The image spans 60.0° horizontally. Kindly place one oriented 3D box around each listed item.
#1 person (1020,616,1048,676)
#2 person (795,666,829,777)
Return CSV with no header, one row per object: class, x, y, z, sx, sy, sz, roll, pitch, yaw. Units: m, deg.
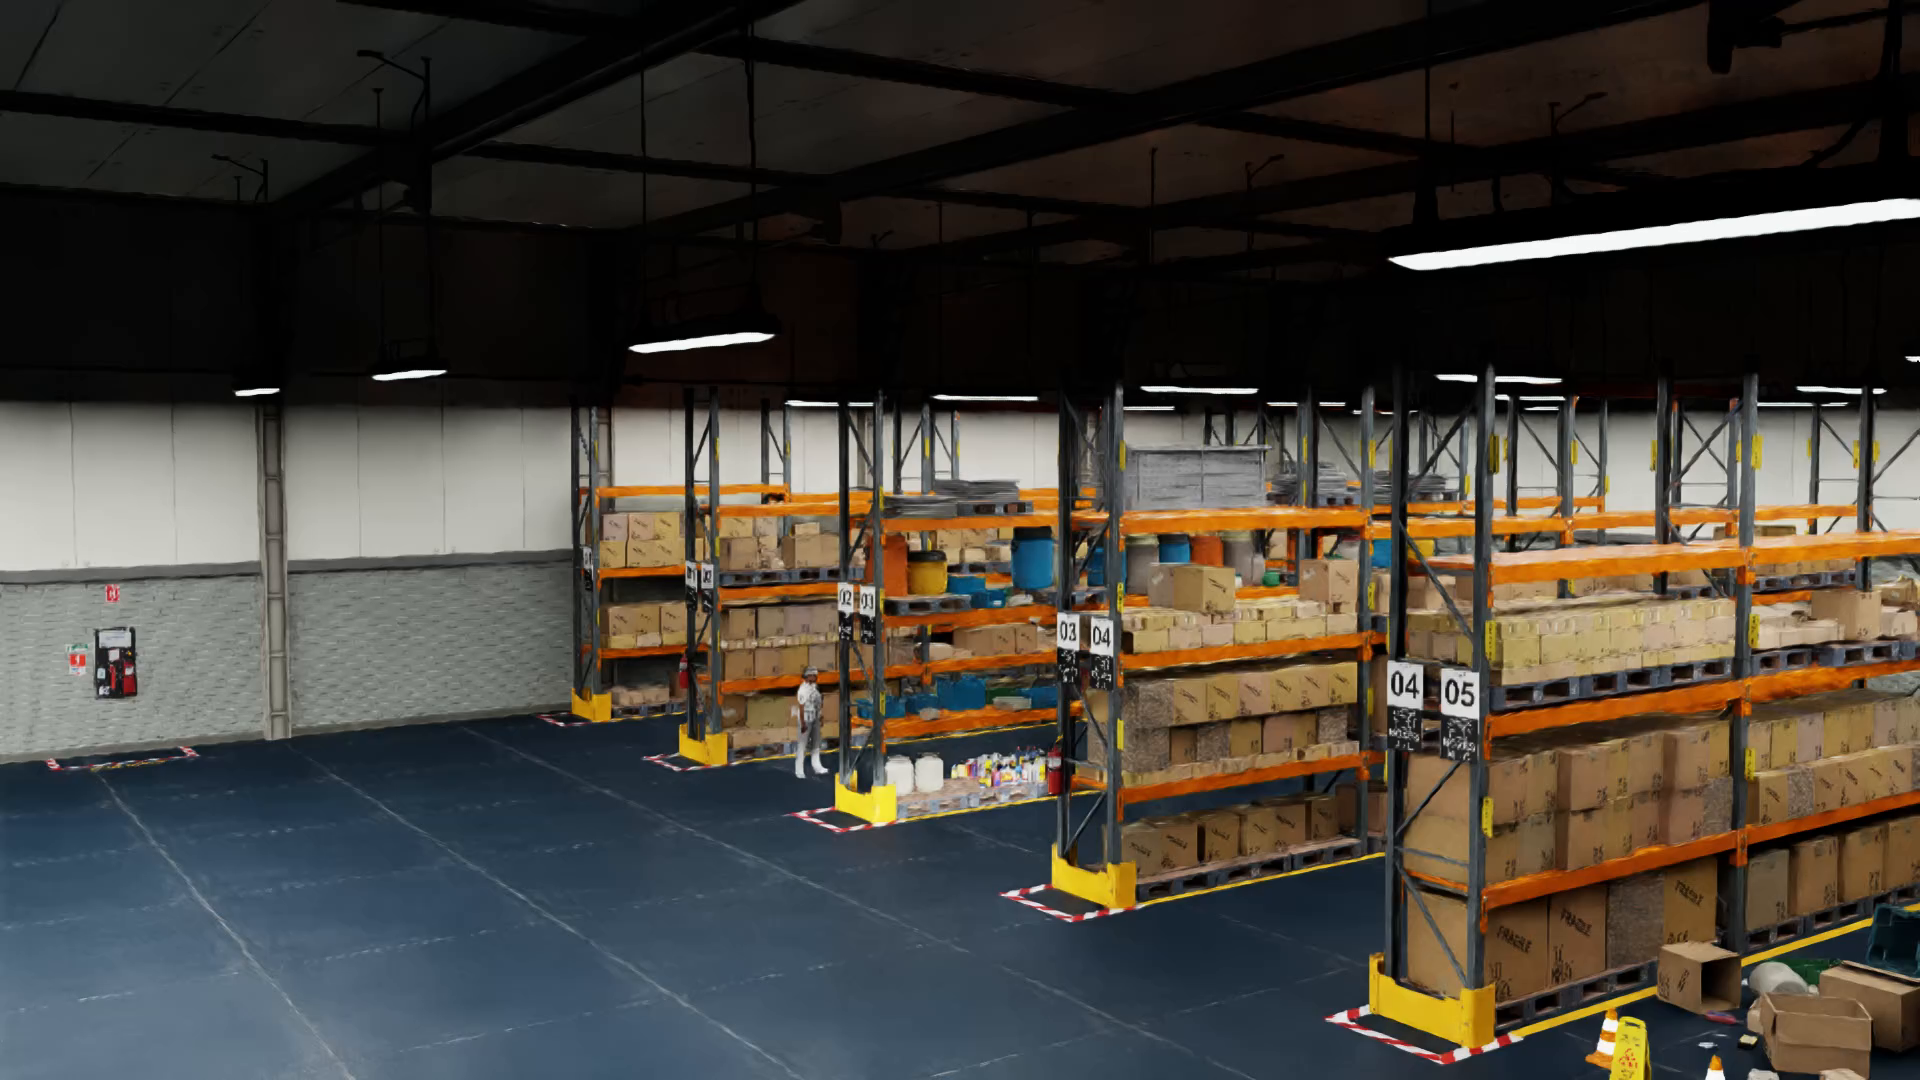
person,1.445,2.298,32.717,0.578,1.774,0.499,0,3,-4
person,-2.286,2.776,25.560,0.438,1.681,0.553,2,4,27
